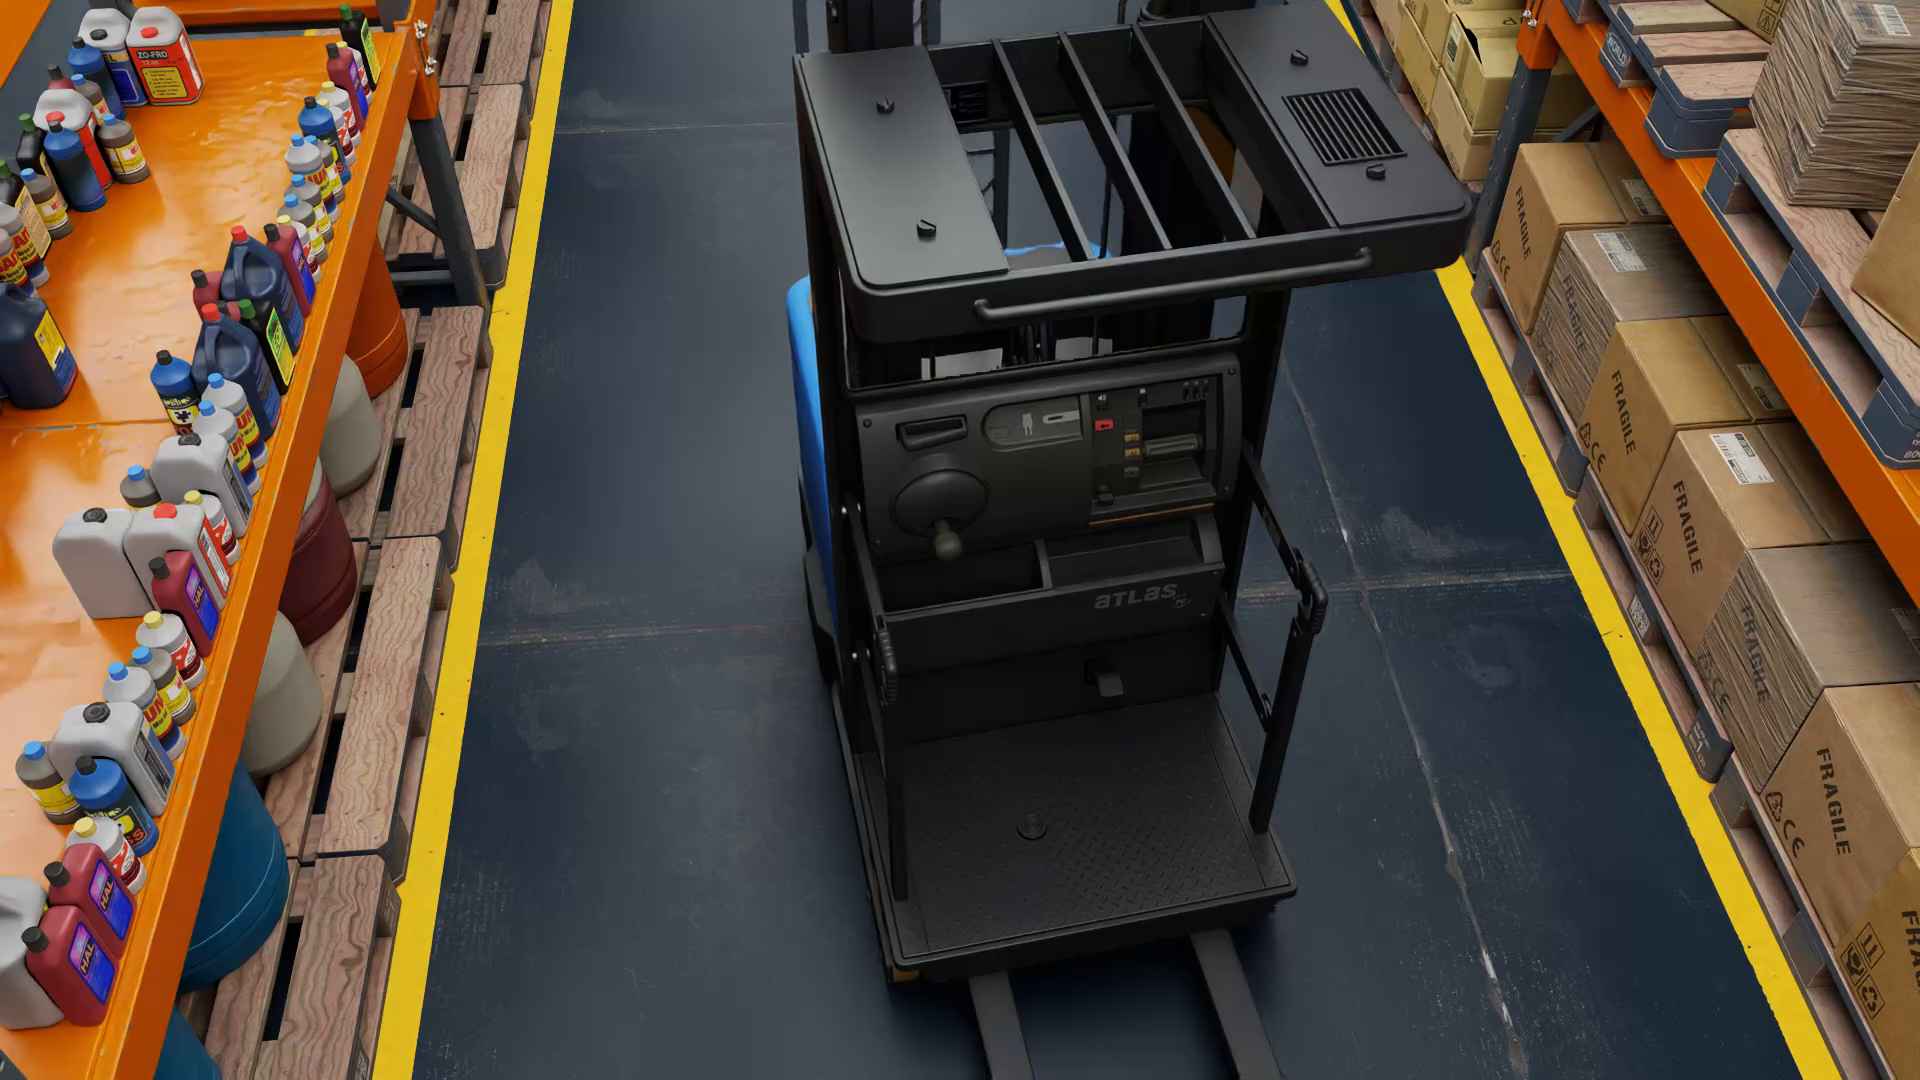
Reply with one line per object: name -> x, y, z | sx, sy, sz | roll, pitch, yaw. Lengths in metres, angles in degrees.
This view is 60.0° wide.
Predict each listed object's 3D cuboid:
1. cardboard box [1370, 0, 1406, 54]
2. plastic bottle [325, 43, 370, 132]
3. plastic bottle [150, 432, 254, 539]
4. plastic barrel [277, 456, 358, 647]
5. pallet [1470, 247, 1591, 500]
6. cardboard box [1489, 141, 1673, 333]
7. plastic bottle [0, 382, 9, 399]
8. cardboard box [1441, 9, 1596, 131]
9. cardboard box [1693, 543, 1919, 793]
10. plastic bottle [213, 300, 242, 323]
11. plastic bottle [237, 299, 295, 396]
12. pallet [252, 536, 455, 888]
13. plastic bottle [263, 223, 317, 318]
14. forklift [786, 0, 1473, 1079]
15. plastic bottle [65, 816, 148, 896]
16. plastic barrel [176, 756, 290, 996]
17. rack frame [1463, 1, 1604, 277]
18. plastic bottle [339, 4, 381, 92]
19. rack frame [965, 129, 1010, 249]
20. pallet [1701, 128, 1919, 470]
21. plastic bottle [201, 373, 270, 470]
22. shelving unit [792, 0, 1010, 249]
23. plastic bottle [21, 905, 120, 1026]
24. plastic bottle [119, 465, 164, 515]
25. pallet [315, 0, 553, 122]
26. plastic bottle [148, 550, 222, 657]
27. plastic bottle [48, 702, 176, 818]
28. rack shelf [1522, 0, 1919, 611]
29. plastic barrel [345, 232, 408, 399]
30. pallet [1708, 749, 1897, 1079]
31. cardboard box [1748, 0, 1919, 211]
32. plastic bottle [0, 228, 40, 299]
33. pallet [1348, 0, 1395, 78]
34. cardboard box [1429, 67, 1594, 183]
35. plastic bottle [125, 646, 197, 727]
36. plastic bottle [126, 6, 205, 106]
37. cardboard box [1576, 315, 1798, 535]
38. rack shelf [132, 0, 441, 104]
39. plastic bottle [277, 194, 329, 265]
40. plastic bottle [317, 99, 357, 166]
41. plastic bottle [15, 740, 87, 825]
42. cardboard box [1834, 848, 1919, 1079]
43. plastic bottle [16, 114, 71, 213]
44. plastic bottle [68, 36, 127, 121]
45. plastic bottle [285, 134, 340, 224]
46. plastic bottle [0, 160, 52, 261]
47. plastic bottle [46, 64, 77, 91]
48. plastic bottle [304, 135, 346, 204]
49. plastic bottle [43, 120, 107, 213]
cardboard box -> 2.203, -2.480, 7.638 | 0.500, 0.250, 0.500 | -3, 47, -2
plastic bottle -> -1.882, -1.407, 5.097 | 0.061, 0.283, 0.133 | -3, 47, -3
plastic bottle -> -1.782, -0.140, 3.902 | 0.152, 0.276, 0.135 | -3, 47, -3
plastic barrel -> -2.208, -0.026, 5.080 | 0.600, 0.588, 0.708 | -3, 47, -3
pallet -> 2.601, -0.678, 6.246 | 1.003, 0.211, 1.213 | -3, 47, -3
cardboard box -> 2.329, -1.124, 6.167 | 0.500, 0.500, 0.500 | -2, 47, -2
plastic bottle -> -2.530, -0.502, 4.245 | 0.152, 0.276, 0.135 | -3, 47, -3
cardboard box -> 2.287, -1.935, 6.735 | 0.500, 0.311, 0.500 | -2, 47, -2
cardboard box -> 2.509, 0.363, 4.759 | 0.500, 0.500, 0.500 | -3, 47, -3
plastic bottle -> -1.840, -0.513, 4.250 | 0.061, 0.283, 0.133 | -3, 47, -3
plastic bottle -> -1.779, -0.516, 4.254 | 0.061, 0.283, 0.133 | -3, 47, -3
pallet -> -2.154, 0.527, 5.106 | 1.003, 0.211, 1.213 | -3, 47, -3
plastic bottle -> -1.806, -0.747, 4.472 | 0.061, 0.283, 0.133 | -3, 47, -3
forklift -> 0.269, -0.097, 3.823 | 1.130, 2.935, 3.031 | -9, 47, -8
plastic bottle -> -1.670, 0.612, 3.242 | 0.097, 0.201, 0.097 | 0, 47, 0
plastic barrel -> -2.113, 0.684, 4.193 | 0.600, 0.901, 0.708 | -3, 47, -3
rack frame -> 2.576, -2.179, 5.748 | 1.000, 3.000, 0.127 | -3, 47, -3
plastic bottle -> -1.901, -1.574, 5.255 | 0.061, 0.283, 0.133 | -3, 47, -3
rack frame -> -0.102, -0.684, 5.365 | 0.500, 1.500, 0.032 | -9, 47, -8
pallet -> 2.743, -0.706, 4.485 | 1.003, 0.211, 1.213 | -3, 47, -3
plastic bottle -> -1.772, -0.294, 4.051 | 0.097, 0.271, 0.097 | 0, 47, 0
shelving unit -> -0.209, -1.045, 5.707 | 0.538, 1.500, 1.048 | -9, 47, -8
plastic bottle -> -1.631, 0.762, 3.042 | 0.061, 0.283, 0.133 | -3, 47, -3
plastic bottle -> -1.904, -0.093, 3.909 | 0.097, 0.201, 0.097 | 0, 47, 0
pallet -> -2.486, -2.365, 7.845 | 1.003, 0.211, 1.213 | -3, 47, -3
plastic bottle -> -1.706, 0.120, 3.651 | 0.061, 0.283, 0.133 | -3, 47, -3
plastic bottle -> -1.715, 0.433, 3.359 | 0.152, 0.276, 0.135 | -3, 47, -3
rack shelf -> 2.743, -0.484, 4.638 | 1.077, 0.370, 4.000 | -3, 47, -3
plastic barrel -> -2.303, -0.926, 5.766 | 0.600, 0.830, 0.708 | -3, 47, -3
pallet -> 2.805, 1.088, 4.574 | 1.003, 0.211, 1.213 | -3, 47, -3
cardboard box -> 2.627, -1.236, 4.496 | 0.700, 0.500, 0.500 | 4, 47, 4
plastic bottle -> -2.587, -0.749, 4.482 | 0.097, 0.271, 0.097 | 0, 47, 0
pallet -> 2.447, -2.699, 8.160 | 1.003, 0.211, 1.213 | -3, 47, -3
cardboard box -> 2.289, -1.744, 6.940 | 0.500, 0.250, 0.500 | -2, 47, -2
plastic bottle -> -1.706, 0.303, 3.534 | 0.097, 0.201, 0.097 | 0, 47, 0
plastic bottle -> -2.495, -1.514, 5.204 | 0.152, 0.276, 0.135 | -3, 47, -3
cardboard box -> 2.416, -0.382, 5.465 | 0.500, 0.500, 0.500 | -4, 47, -4
rack shelf -> -2.528, -3.080, 7.097 | 1.077, 0.370, 4.000 | -3, 47, -3
plastic bottle -> -1.842, -0.871, 4.646 | 0.097, 0.201, 0.097 | 0, 47, 0
plastic bottle -> -1.883, -1.223, 4.980 | 0.097, 0.201, 0.097 | 0, 47, 0
plastic bottle -> -1.838, 0.480, 3.366 | 0.097, 0.201, 0.097 | 0, 47, 0
cardboard box -> 2.584, 1.084, 4.076 | 0.500, 0.500, 0.500 | -4, 47, -4
plastic bottle -> -2.642, -1.073, 4.781 | 0.061, 0.283, 0.133 | -3, 47, -3
plastic bottle -> -2.664, -1.418, 5.116 | 0.097, 0.271, 0.097 | 0, 47, 0
plastic bottle -> -1.858, -1.036, 4.754 | 0.097, 0.271, 0.097 | 0, 47, 0
plastic bottle -> -2.623, -0.906, 4.623 | 0.061, 0.283, 0.133 | -3, 47, -3
plastic bottle -> -2.664, -1.267, 4.964 | 0.061, 0.283, 0.133 | -3, 47, -3
plastic bottle -> -1.866, -1.083, 4.846 | 0.097, 0.201, 0.097 | 0, 47, 0
plastic bottle -> -2.565, -1.087, 4.802 | 0.097, 0.271, 0.097 | 0, 47, 0
